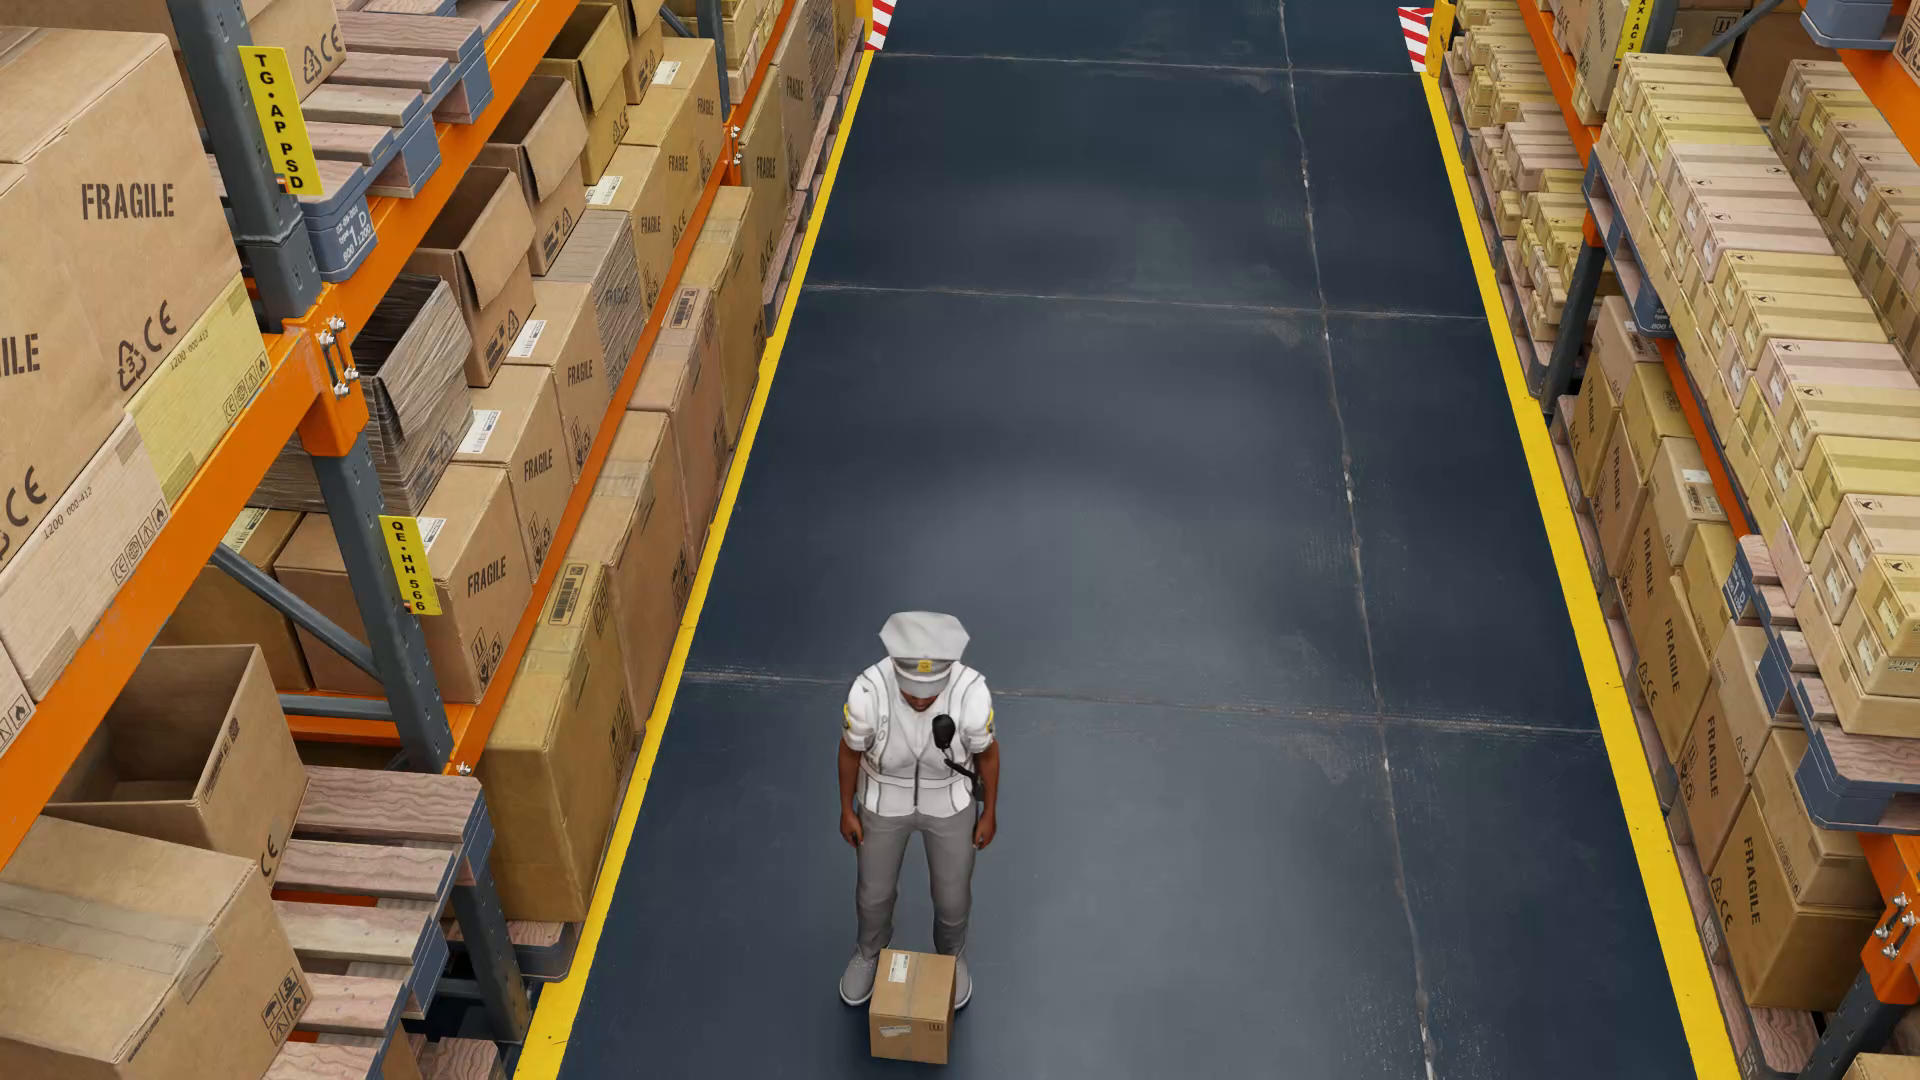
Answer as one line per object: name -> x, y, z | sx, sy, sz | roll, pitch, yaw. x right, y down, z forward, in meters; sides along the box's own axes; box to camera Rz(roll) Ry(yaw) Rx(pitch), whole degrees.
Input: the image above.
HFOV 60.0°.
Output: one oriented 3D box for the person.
person -> -0.142, 0.838, 5.171 | 0.526, 1.655, 0.396 | 1, 40, 1
